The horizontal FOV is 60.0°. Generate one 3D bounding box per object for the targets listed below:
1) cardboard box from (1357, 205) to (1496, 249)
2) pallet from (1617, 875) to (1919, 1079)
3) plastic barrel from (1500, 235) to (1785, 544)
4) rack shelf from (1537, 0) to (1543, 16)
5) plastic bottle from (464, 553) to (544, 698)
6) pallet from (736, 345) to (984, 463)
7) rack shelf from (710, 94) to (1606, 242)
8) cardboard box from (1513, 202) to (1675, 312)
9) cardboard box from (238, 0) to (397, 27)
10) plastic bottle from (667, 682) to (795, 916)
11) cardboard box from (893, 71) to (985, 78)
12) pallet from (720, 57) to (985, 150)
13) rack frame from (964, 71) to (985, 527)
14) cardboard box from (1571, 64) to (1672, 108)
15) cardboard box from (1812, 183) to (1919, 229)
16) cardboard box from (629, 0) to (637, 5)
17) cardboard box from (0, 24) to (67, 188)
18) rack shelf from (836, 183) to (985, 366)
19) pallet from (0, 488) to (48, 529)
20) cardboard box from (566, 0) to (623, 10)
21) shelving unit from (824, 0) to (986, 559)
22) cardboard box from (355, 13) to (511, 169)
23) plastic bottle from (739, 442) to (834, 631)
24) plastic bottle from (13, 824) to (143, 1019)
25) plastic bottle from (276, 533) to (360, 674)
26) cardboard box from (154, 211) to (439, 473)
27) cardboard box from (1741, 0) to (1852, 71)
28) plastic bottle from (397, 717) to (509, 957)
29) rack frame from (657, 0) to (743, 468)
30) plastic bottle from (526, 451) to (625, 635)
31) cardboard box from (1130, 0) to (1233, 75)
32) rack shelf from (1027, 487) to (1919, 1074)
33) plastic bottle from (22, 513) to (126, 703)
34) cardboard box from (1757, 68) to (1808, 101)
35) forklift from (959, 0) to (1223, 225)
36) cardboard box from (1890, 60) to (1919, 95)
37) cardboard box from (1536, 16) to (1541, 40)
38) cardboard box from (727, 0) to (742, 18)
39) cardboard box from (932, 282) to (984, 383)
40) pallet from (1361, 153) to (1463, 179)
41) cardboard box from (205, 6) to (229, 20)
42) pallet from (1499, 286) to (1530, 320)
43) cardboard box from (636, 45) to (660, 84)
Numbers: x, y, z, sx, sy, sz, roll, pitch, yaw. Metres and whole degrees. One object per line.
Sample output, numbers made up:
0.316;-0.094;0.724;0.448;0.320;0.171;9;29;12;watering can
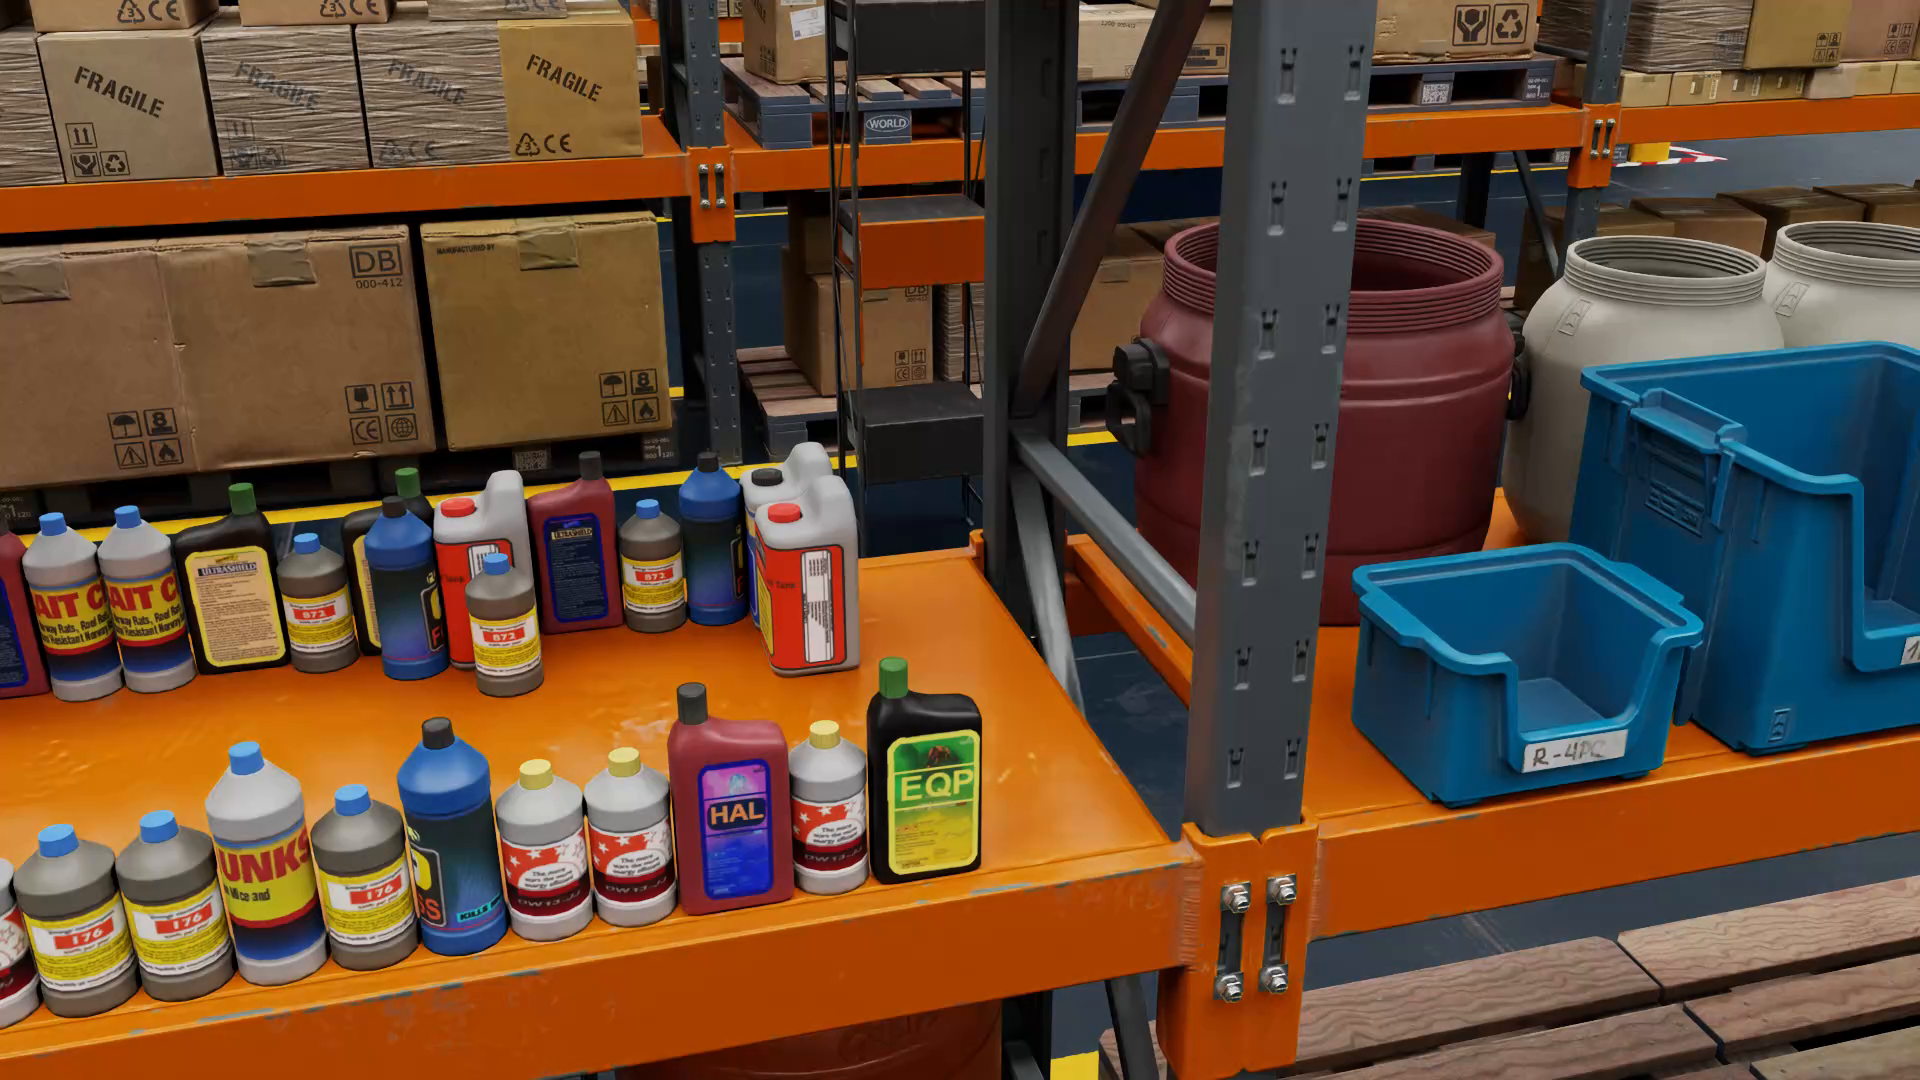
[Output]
2.149;-1.294;8.074;0.500;0.500;0.700;-8;25;-18;cardboard box
2.161;1.094;3.433;1.213;0.211;1.003;-6;24;-14;pallet
1.165;-0.233;2.848;0.421;0.512;0.421;0;23;0;plastic barrel
3.429;-4.074;12.853;4.000;0.370;1.077;-6;24;-14;rack shelf
-0.665;0.118;2.423;0.097;0.201;0.097;0;23;0;plastic bottle
-0.353;-0.673;7.551;1.213;0.211;1.003;-6;24;-14;pallet
0.820;-1.754;7.446;4.000;0.370;1.077;-6;24;-14;rack shelf
3.142;-1.369;8.275;0.500;0.500;0.500;-7;24;-16;cardboard box
-2.442;-2.239;6.264;0.637;0.503;0.797;-6;24;-13;cardboard box
-0.264;0.292;1.913;0.133;0.283;0.061;-6;24;-14;plastic bottle
-0.086;-2.281;7.102;0.500;0.500;0.700;-3;23;-7;cardboard box
-0.448;-1.900;7.117;1.003;0.211;1.213;-6;24;-14;pallet
0.076;-0.973;5.855;0.015;2.100;0.400;-6;24;-14;rack frame
3.034;-2.091;7.638;0.250;0.149;0.380;-6;24;-14;cardboard box
4.817;-1.572;8.746;0.500;0.500;0.500;-4;24;-9;cardboard box
-3.895;-6.754;20.665;0.625;0.625;0.875;-6;24;-13;cardboard box
-3.480;-1.553;5.938;0.500;0.500;0.500;-7;24;-16;cardboard box
-0.159;-0.935;5.800;0.480;0.518;0.431;-6;24;-14;rack shelf
-4.234;-0.275;6.623;1.213;0.211;1.003;-6;24;-14;pallet
-1.647;-1.969;6.908;0.500;0.500;0.500;-6;24;-13;cardboard box
-0.159;-0.947;5.795;0.503;2.100;0.431;-6;24;-14;shelving unit
-1.995;-1.720;6.328;0.500;0.500;0.500;-7;24;-15;cardboard box
-0.271;-0.011;2.629;0.135;0.276;0.152;-6;24;-14;plastic bottle
-0.942;0.397;1.772;0.097;0.201;0.097;0;23;0;plastic bottle
-0.964;0.089;2.491;0.097;0.201;0.097;0;23;0;plastic bottle
-2.636;-0.931;6.777;0.875;0.875;1.225;-6;24;-14;cardboard box
3.687;-2.545;7.873;0.500;0.500;0.875;-6;24;-14;cardboard box
-0.567;0.324;1.855;0.097;0.271;0.097;0;23;0;plastic bottle
-1.105;-1.872;6.808;0.127;3.000;1.000;-6;24;-14;rack frame
-0.600;0.003;2.586;0.133;0.283;0.061;-6;24;-14;plastic bottle
1.102;-2.318;7.186;0.637;0.503;0.797;-4;24;-9;cardboard box
2.158;0.126;3.064;4.000;0.370;1.077;-6;24;-14;rack shelf
-1.280;0.092;2.396;0.097;0.271;0.097;0;23;0;plastic bottle
3.750;-2.180;7.845;0.250;0.149;0.380;-6;24;-14;cardboard box
0.570;-2.897;9.284;1.130;2.935;3.031;-7;24;-15;forklift
4.475;-2.256;8.022;0.250;0.149;0.380;-6;24;-14;cardboard box
4.720;-3.737;13.317;0.875;0.875;0.875;-6;24;-14;cardboard box
-1.354;-3.812;11.203;0.500;0.500;0.500;-7;24;-15;cardboard box
0.065;-1.068;7.547;0.500;0.500;0.700;-8;25;-19;cardboard box
3.434;-3.093;13.190;1.213;0.211;1.003;-6;24;-14;pallet
-3.117;-1.805;6.526;0.500;0.500;0.500;-6;24;-14;cardboard box
3.383;-1.101;8.549;1.213;0.211;1.003;-6;24;-14;pallet
-3.236;-4.676;16.143;0.625;0.372;0.950;-8;24;-18;cardboard box
